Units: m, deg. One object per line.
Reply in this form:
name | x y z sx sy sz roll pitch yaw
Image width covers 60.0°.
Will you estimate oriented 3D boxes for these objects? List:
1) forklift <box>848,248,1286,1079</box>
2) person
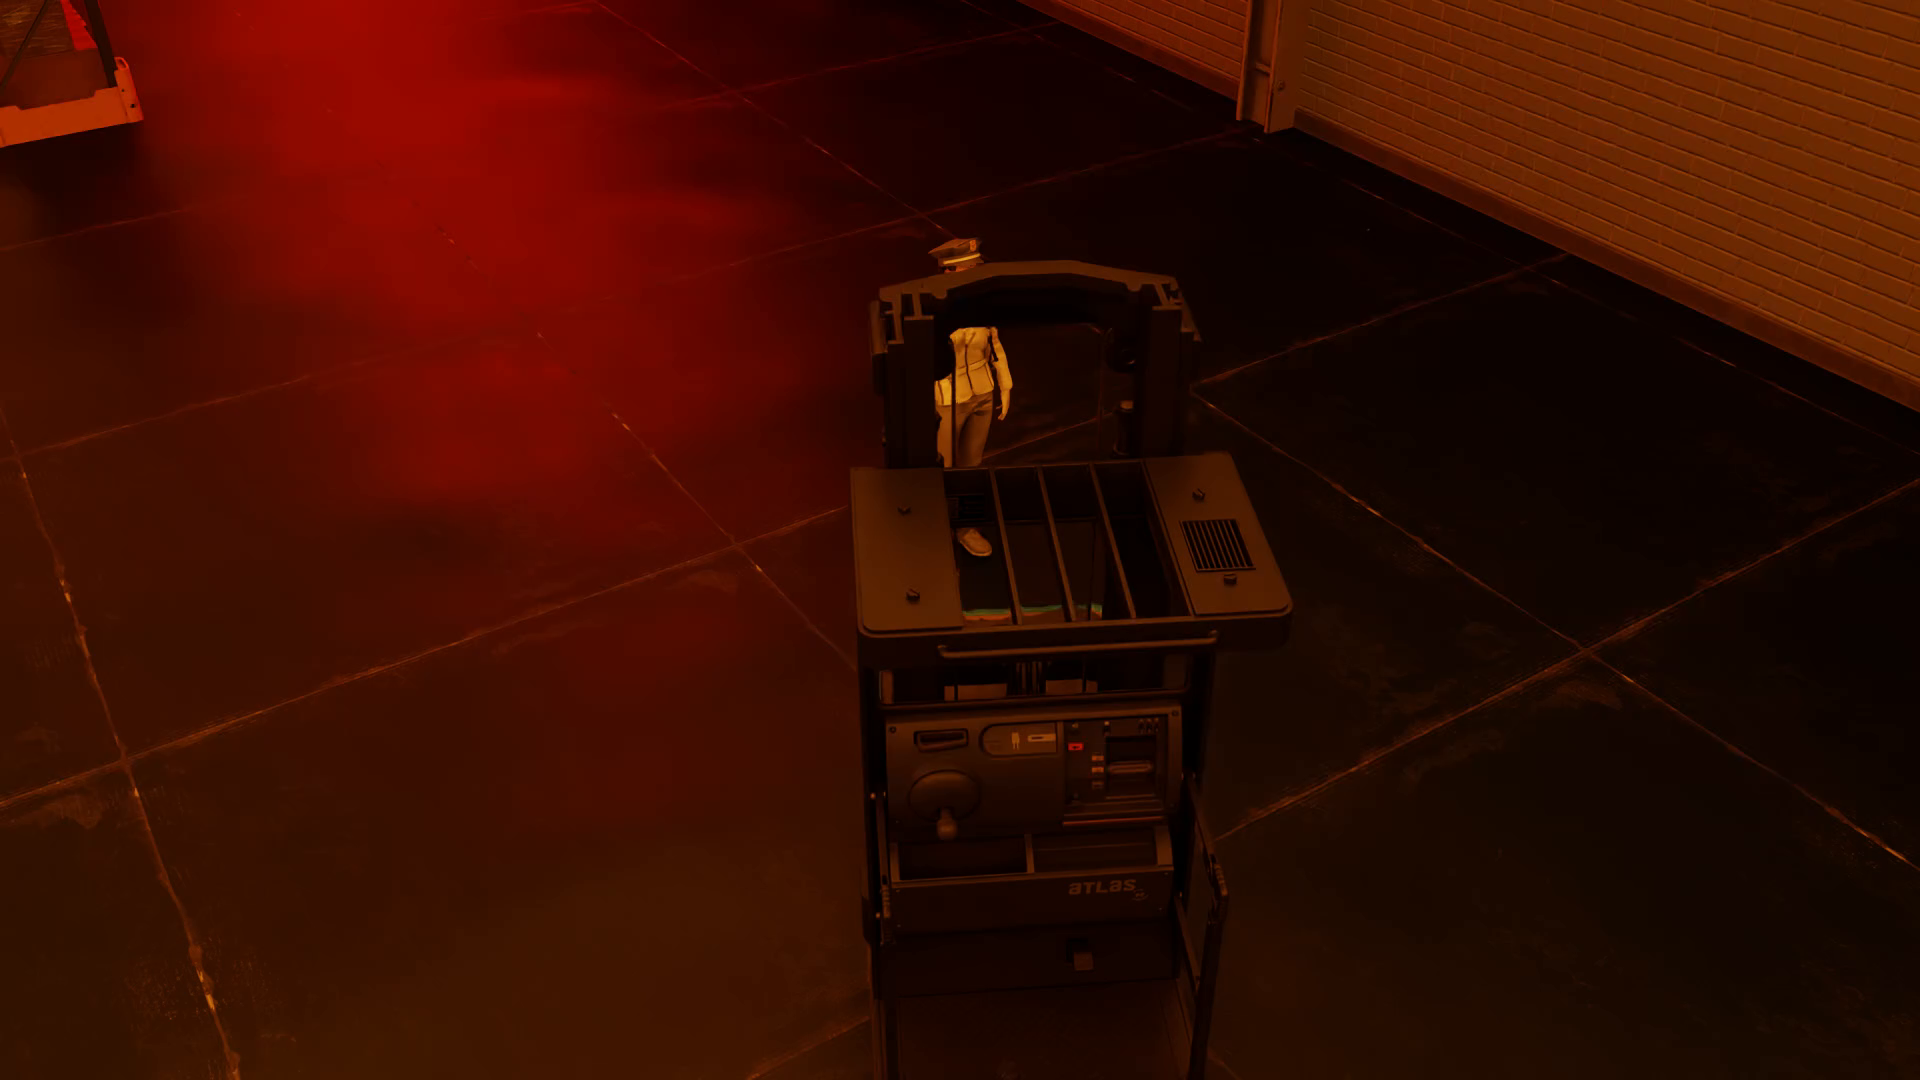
forklift | 0.248 0.742 5.092 1.130 2.935 3.031 -3 35 -4
person | 0.032 -0.664 8.155 0.586 1.694 0.530 -21 40 -27
